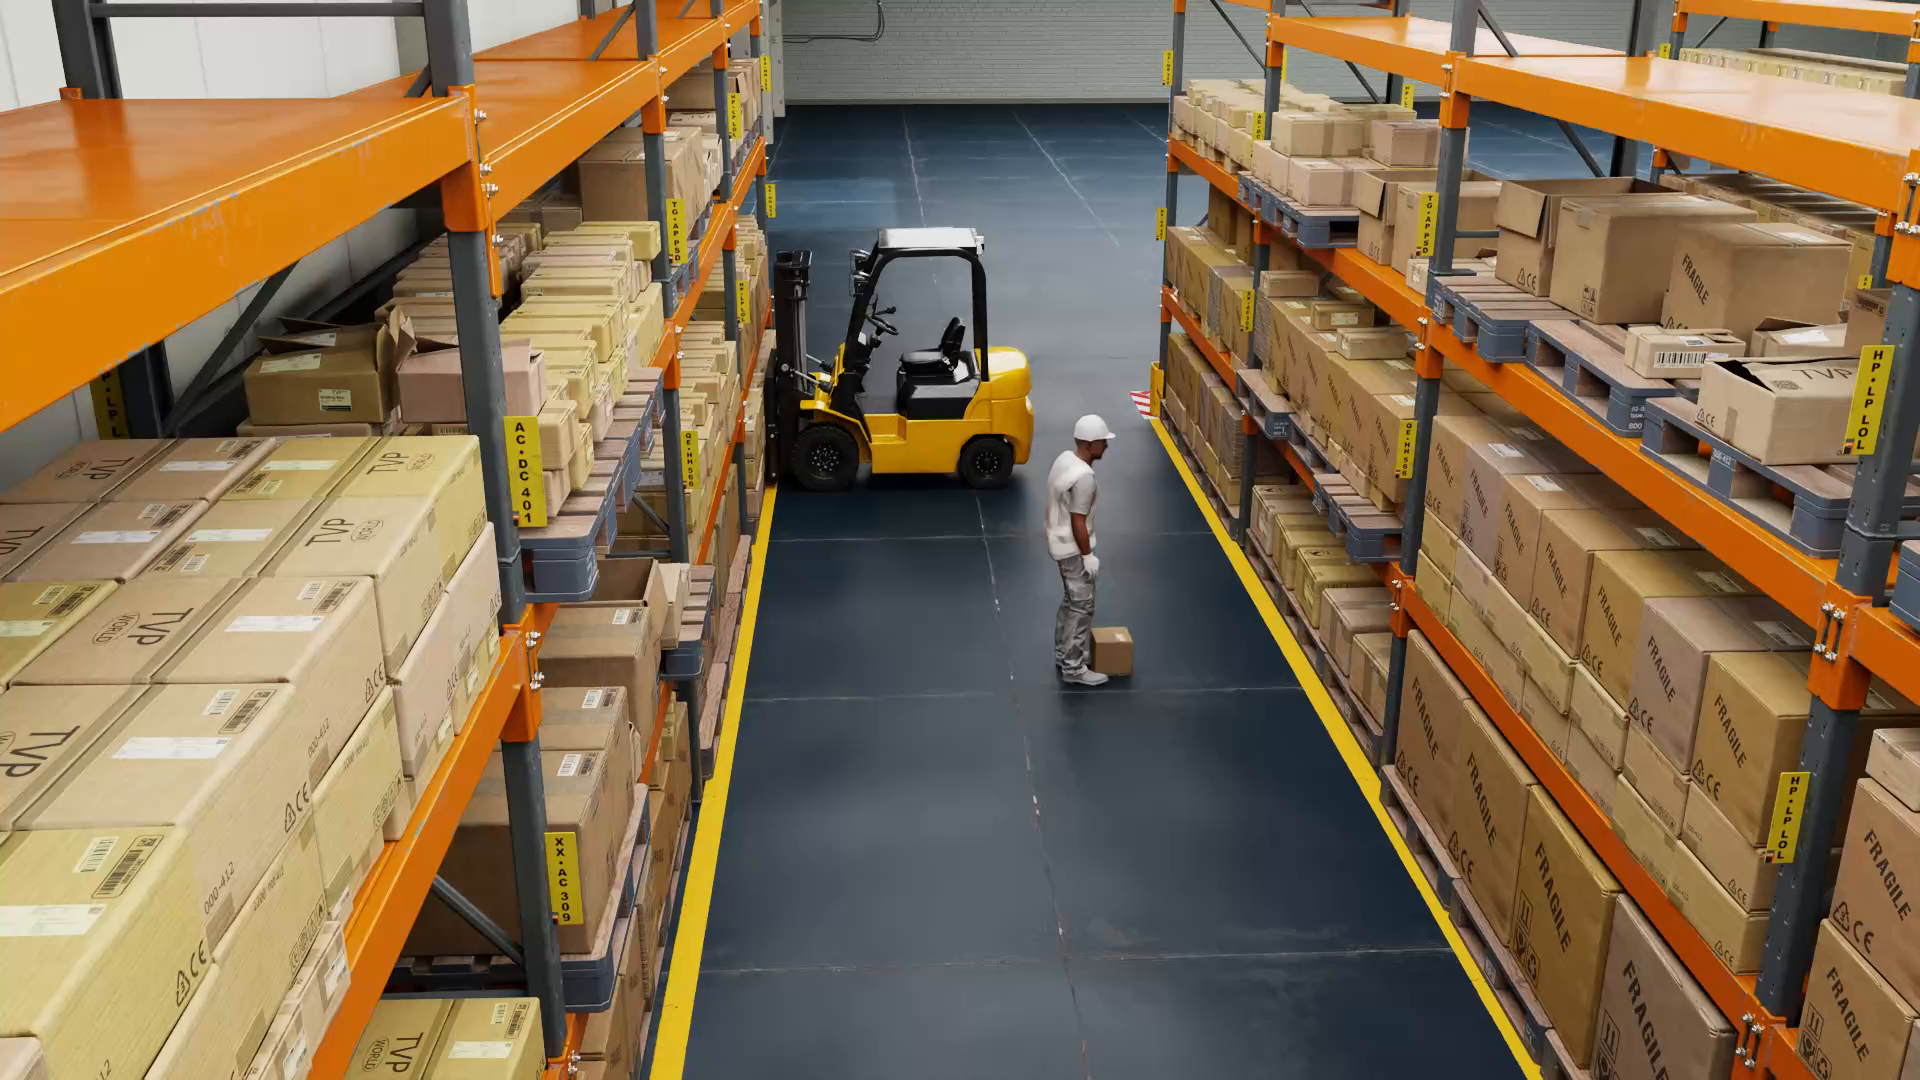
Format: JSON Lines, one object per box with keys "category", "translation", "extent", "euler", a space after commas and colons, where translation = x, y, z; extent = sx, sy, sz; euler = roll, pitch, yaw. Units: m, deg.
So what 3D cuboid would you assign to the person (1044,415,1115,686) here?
{"category": "person", "translation": [0.781, 0.048, 10.929], "extent": [0.446, 1.774, 0.604], "euler": [-2, 20, -5]}
